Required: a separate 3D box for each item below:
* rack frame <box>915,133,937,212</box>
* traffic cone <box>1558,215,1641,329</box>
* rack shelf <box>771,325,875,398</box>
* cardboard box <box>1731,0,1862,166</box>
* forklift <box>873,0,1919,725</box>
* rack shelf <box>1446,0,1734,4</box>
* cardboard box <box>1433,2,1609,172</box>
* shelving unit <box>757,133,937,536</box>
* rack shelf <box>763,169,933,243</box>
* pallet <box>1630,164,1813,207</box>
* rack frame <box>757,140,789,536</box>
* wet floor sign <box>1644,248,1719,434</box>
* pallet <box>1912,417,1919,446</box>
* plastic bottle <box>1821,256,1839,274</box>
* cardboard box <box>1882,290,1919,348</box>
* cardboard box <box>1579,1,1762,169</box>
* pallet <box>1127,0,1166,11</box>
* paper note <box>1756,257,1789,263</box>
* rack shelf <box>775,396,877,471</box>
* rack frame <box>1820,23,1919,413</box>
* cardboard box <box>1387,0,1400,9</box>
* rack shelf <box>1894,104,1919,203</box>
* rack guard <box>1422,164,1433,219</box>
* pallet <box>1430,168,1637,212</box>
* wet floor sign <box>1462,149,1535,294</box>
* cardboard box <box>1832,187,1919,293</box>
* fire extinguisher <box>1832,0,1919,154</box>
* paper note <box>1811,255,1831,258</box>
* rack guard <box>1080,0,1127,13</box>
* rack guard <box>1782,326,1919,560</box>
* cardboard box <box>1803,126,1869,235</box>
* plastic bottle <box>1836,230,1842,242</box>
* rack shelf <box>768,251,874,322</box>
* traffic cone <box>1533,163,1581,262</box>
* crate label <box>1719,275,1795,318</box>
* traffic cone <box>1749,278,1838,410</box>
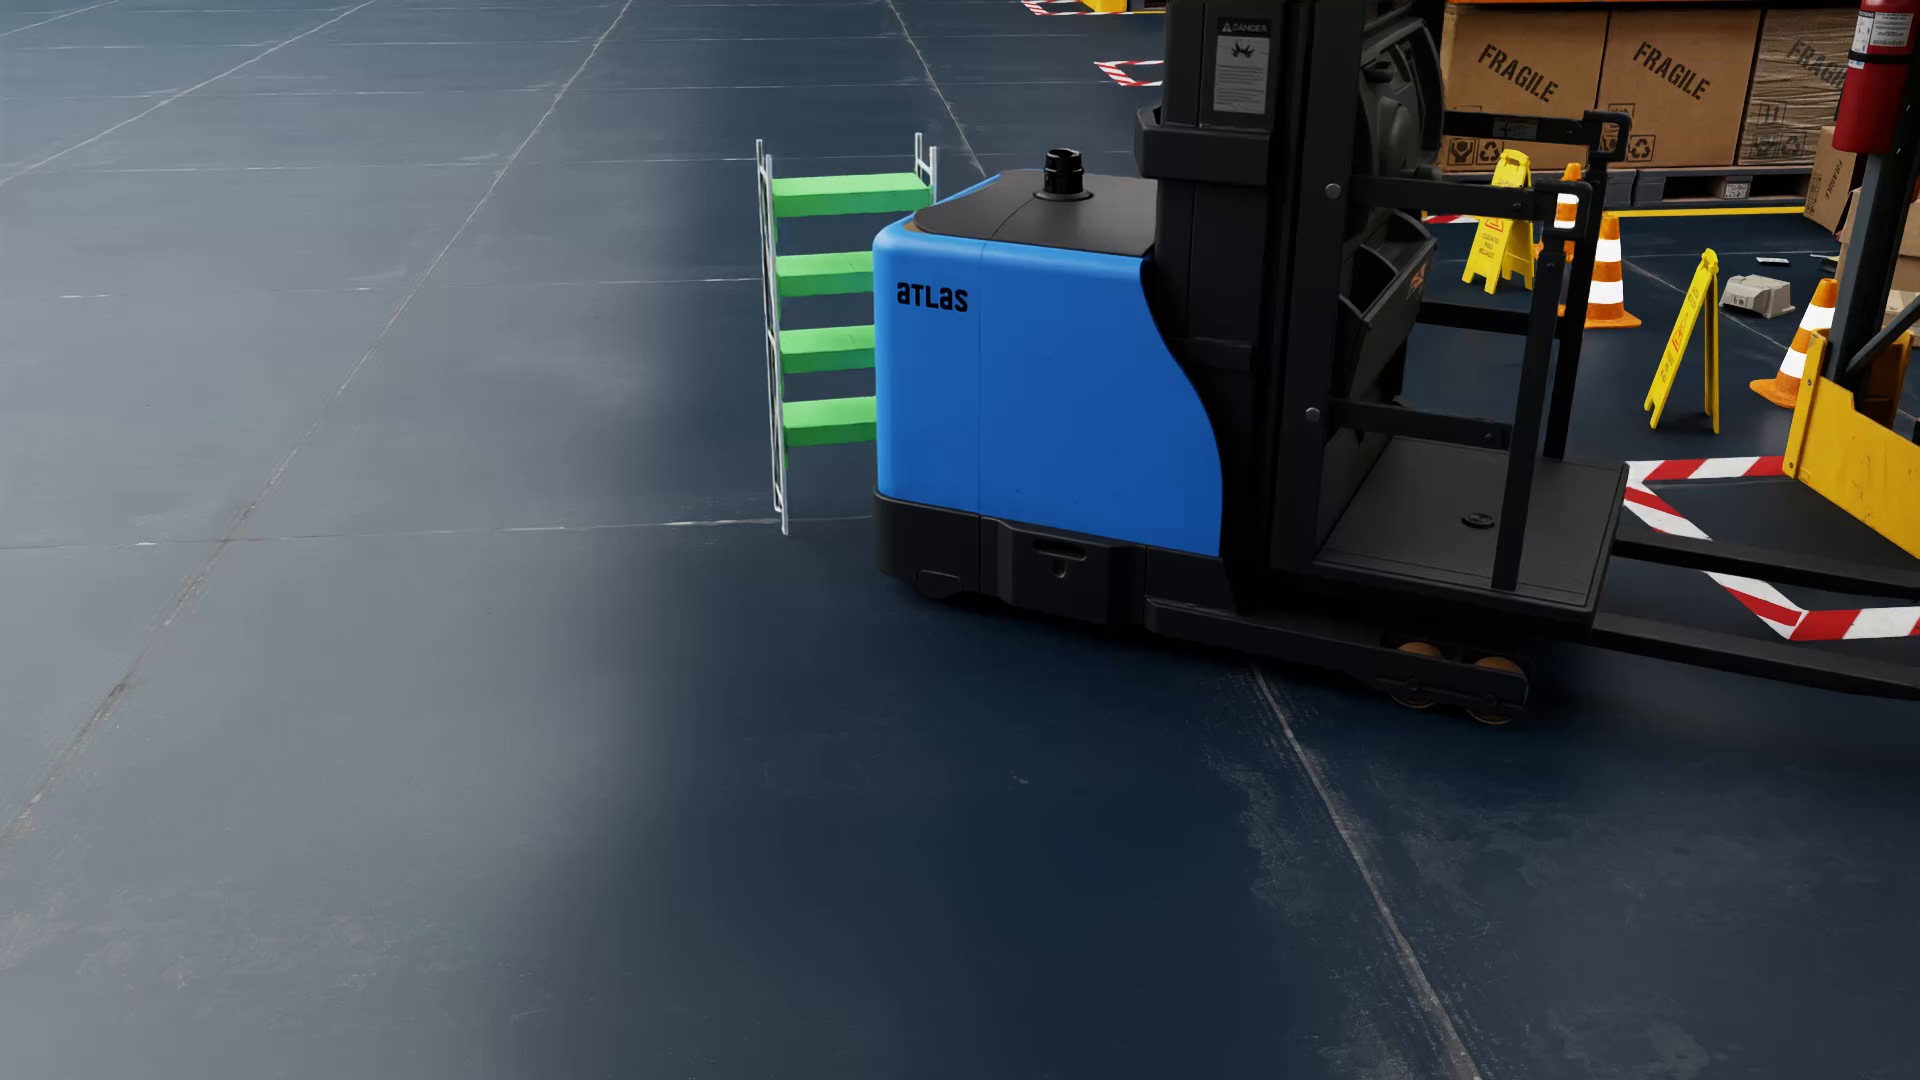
[{"bbox_3d":[-0.103,-0.655,5.247,0.015,1.200,0.240,-5,25,-12],"label":"rack frame"},{"bbox_3d":[2.864,-1.213,7.410,0.334,0.463,0.336,-2,24,-5],"label":"traffic cone"},{"bbox_3d":[-0.341,-0.574,5.222,0.480,0.148,0.258,-5,25,-12],"label":"rack shelf"},{"bbox_3d":[4.875,-2.742,9.824,0.875,0.875,0.875,-2,24,-5],"label":"cardboard box"},{"bbox_3d":[1.307,-1.119,4.160,3.031,2.935,1.130,11,26,23],"label":"forklift"},{"bbox_3d":[4.414,-3.147,9.522,4.000,0.370,1.077,-2,24,-5],"label":"rack shelf"},{"bbox_3d":[3.092,-2.670,9.663,0.875,0.875,0.875,-2,24,-5],"label":"cardboard box"},{"bbox_3d":[-0.341,-0.633,5.196,0.503,1.200,0.258,-5,25,-12],"label":"shelving unit"},{"bbox_3d":[-0.341,-1.013,5.027,0.480,0.148,0.258,-5,25,-12],"label":"rack shelf"},{"bbox_3d":[4.423,-2.232,10.012,1.213,0.211,1.003,-2,24,-5],"label":"pallet"},{"bbox_3d":[-0.579,-0.610,5.146,0.015,1.200,0.240,-5,25,-12],"label":"rack frame"},{"bbox_3d":[2.717,-0.748,6.138,0.232,0.644,0.267,6,25,13],"label":"wet floor sign"},{"bbox_3d":[3.898,-0.146,5.318,1.213,0.211,1.003,-2,24,-5],"label":"pallet"},{"bbox_3d":[4.432,-1.373,8.265,0.283,0.061,0.133,-11,26,-23],"label":"plastic bottle"},{"bbox_3d":[4.116,-0.965,7.237,0.250,0.149,0.380,10,26,22],"label":"cardboard box"},{"bbox_3d":[3.967,-2.706,9.744,0.875,0.875,0.875,-3,24,-6],"label":"cardboard box"},{"bbox_3d":[2.430,-6.184,18.904,1.213,0.211,1.003,-2,24,-5],"label":"pallet"},{"bbox_3d":[4.110,-1.413,8.393,0.142,0.017,0.144,6,25,13],"label":"paper note"},{"bbox_3d":[-0.341,-0.355,5.320,0.480,0.148,0.258,-5,25,-12],"label":"rack shelf"},{"bbox_3d":[3.011,-1.399,4.704,0.127,3.000,1.000,-2,24,-5],"label":"rack frame"},{"bbox_3d":[3.876,-4.527,14.303,0.500,0.500,0.500,0,24,0],"label":"cardboard box"},{"bbox_3d":[5.001,-1.150,5.030,4.000,0.370,1.077,-2,24,-5],"label":"rack shelf"},{"bbox_3d":[2.400,-2.252,9.702,0.348,0.500,1.175,-2,24,-5],"label":"rack guard"},{"bbox_3d":[3.212,-2.185,9.905,1.213,0.211,1.003,-2,24,-5],"label":"pallet"},{"bbox_3d":[2.589,-1.518,7.871,0.232,0.644,0.267,-6,25,-14],"label":"wet floor sign"},{"bbox_3d":[4.510,-1.351,7.671,0.797,0.503,0.637,22,32,40],"label":"cardboard box"},{"bbox_3d":[2.852,-1.545,5.128,0.183,0.674,0.296,-2,24,-5],"label":"fire extinguisher"},{"bbox_3d":[4.415,-1.448,8.495,0.123,0.001,0.032,10,26,22],"label":"paper note"},{"bbox_3d":[1.621,-6.286,18.777,0.348,0.500,1.175,-2,24,-5],"label":"rack guard"},{"bbox_3d":[3.086,-0.260,5.218,0.348,0.500,1.175,-2,24,-5],"label":"rack guard"},{"bbox_3d":[4.960,-1.937,8.990,0.500,0.500,0.500,2,24,4],"label":"cardboard box"},{"bbox_3d":[4.752,-1.565,8.696,0.133,0.061,0.283,-11,26,-23],"label":"plastic bottle"},{"bbox_3d":[-0.341,-0.794,5.125,0.480,0.148,0.258,-5,25,-12],"label":"rack shelf"},{"bbox_3d":[3.092,-1.683,8.468,0.334,0.463,0.336,-2,24,-5],"label":"traffic cone"},{"bbox_3d":[3.641,-1.121,7.603,0.298,0.136,0.250,-16,29,-32],"label":"crate label"},{"bbox_3d":[3.312,-0.778,6.431,0.334,0.463,0.336,-2,24,-5],"label":"traffic cone"}]
